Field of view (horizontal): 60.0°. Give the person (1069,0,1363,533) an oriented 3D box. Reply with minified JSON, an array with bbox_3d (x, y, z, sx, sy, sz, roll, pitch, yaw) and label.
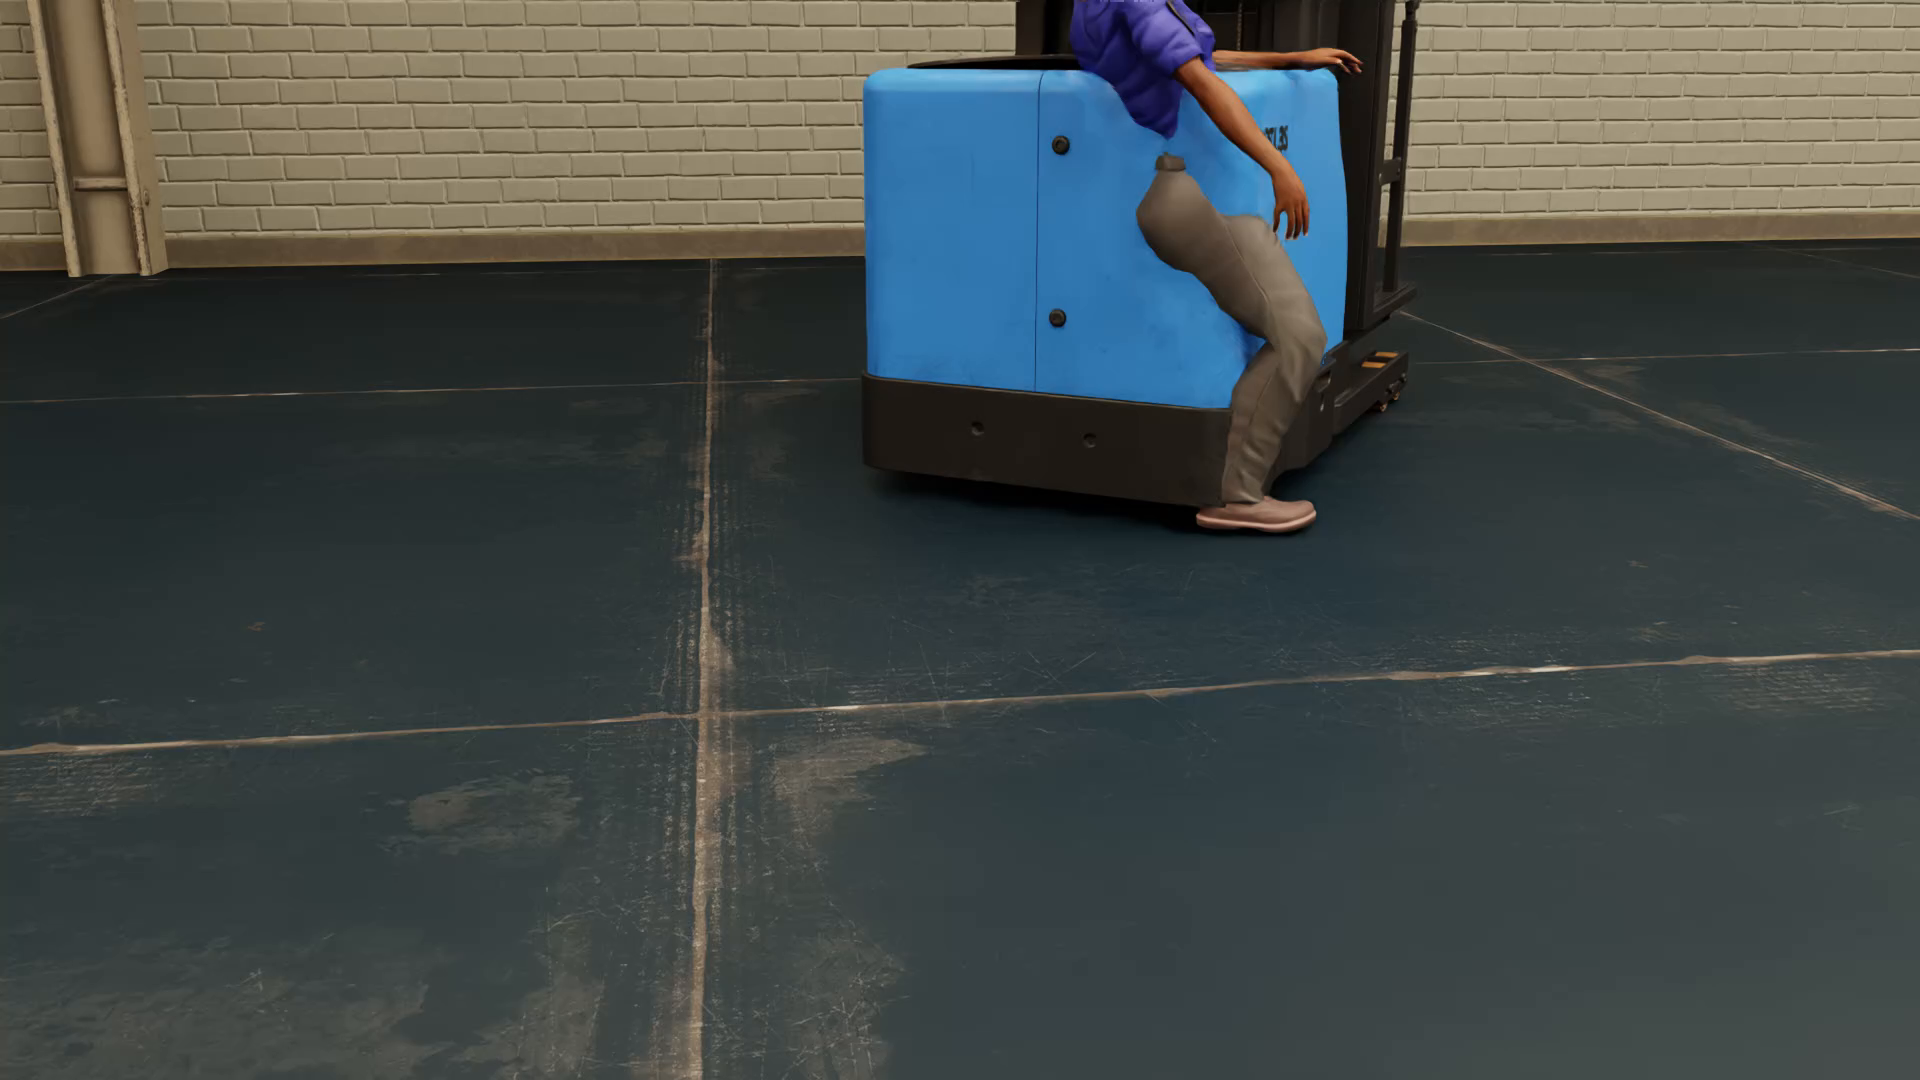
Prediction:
[{"bbox_3d":[0.567,-0.794,3.937,0.802,1.521,0.810,-9,19,-27],"label":"person"}]

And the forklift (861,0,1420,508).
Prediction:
[{"bbox_3d":[0.836,-1.858,5.053,1.130,2.935,3.031,8,18,24],"label":"forklift"}]
